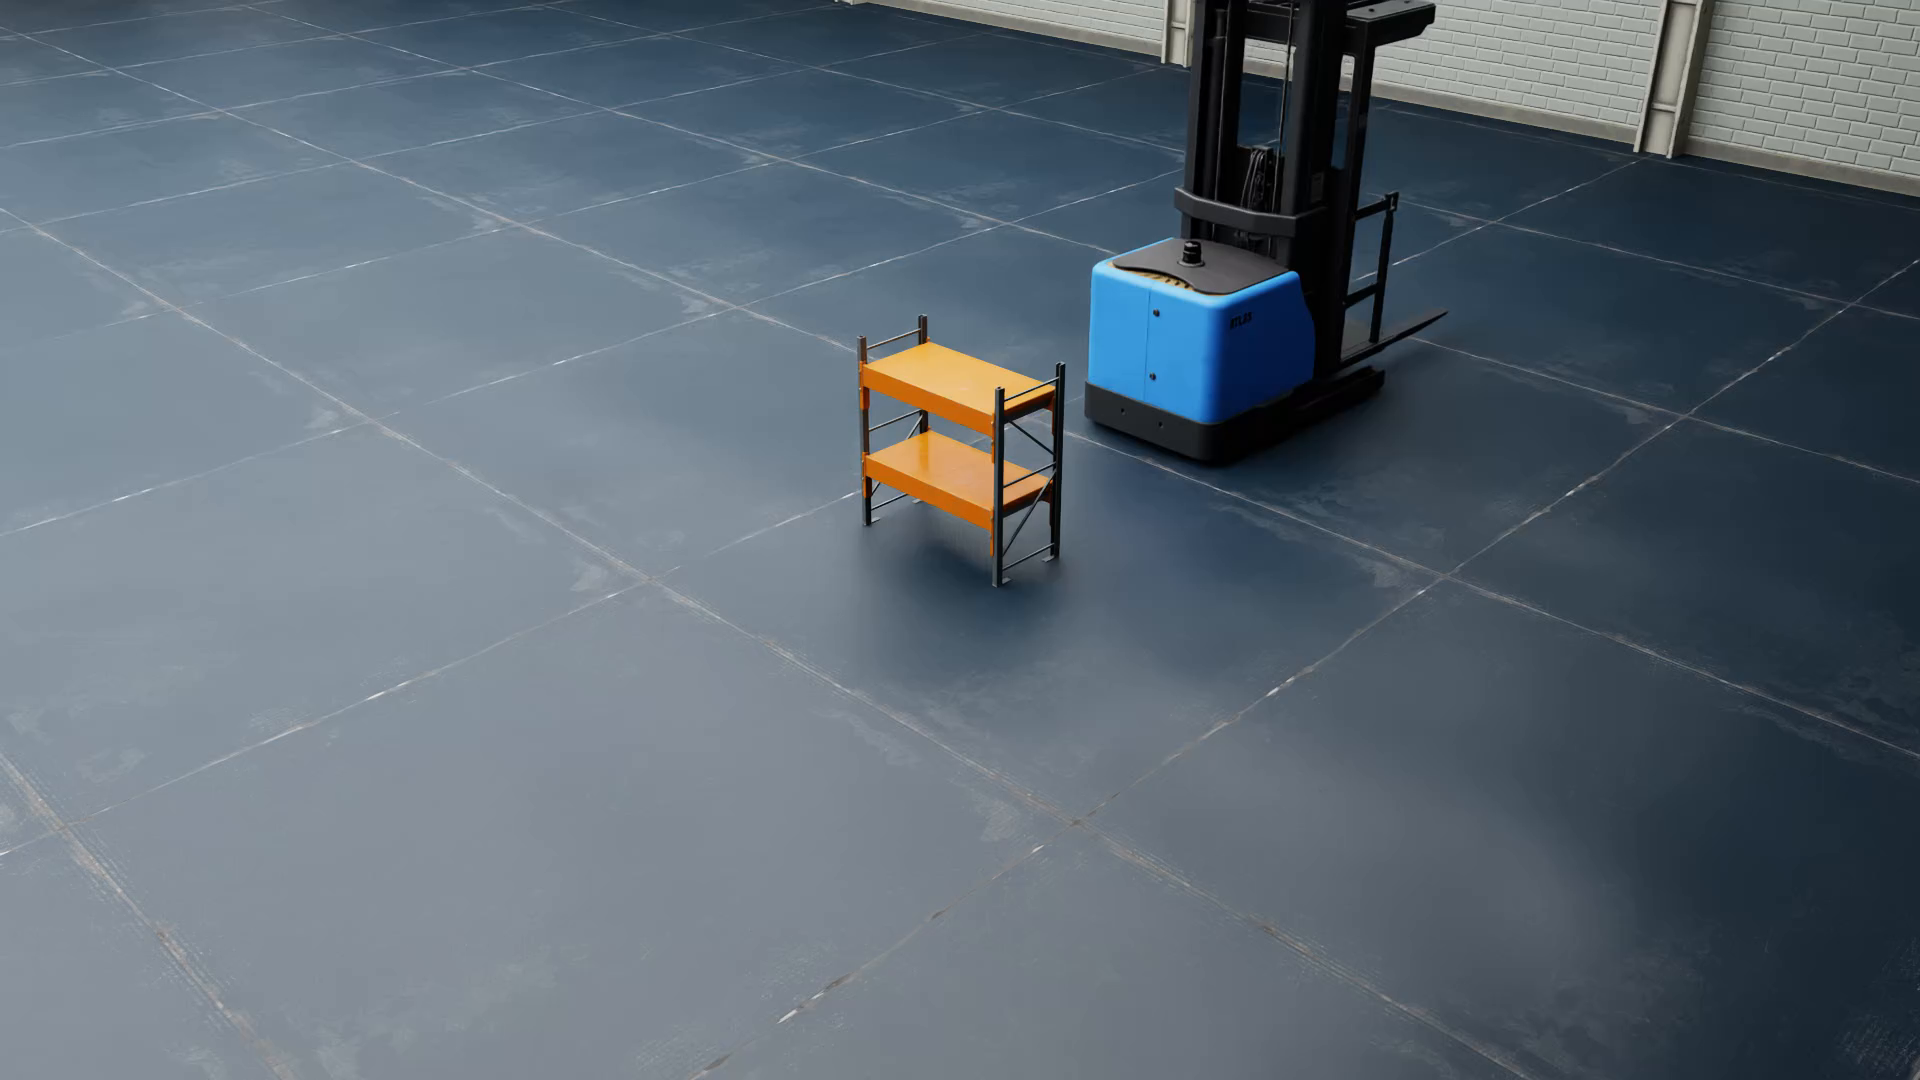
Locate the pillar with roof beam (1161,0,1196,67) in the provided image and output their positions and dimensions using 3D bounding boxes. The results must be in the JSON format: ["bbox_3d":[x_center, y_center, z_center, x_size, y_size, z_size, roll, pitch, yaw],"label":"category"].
[{"bbox_3d":[-0.309,-8.392,15.540,0.400,9.000,9.100,25,36,38],"label":"pillar with roof beam"}]

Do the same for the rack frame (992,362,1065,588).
[{"bbox_3d":[0.358,-0.334,8.677,0.032,1.125,0.500,25,36,38],"label":"rack frame"}]

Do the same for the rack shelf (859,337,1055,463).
[{"bbox_3d":[-0.005,-0.759,8.856,1.000,0.278,0.538,25,36,38],"label":"rack shelf"}]

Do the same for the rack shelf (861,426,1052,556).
[{"bbox_3d":[-0.005,-0.284,9.106,1.000,0.278,0.538,25,36,38],"label":"rack shelf"}]

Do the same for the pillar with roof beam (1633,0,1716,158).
[{"bbox_3d":[3.970,-6.434,11.817,0.400,9.000,9.100,25,36,38],"label":"pillar with roof beam"}]

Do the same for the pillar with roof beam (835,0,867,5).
[{"bbox_3d":[-4.587,-10.349,19.263,0.400,9.000,9.100,25,36,38],"label":"pillar with roof beam"}]

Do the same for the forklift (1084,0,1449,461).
[{"bbox_3d":[2.191,-2.359,10.588,3.031,2.935,1.130,-25,37,-39],"label":"forklift"}]

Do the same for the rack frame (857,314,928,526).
[{"bbox_3d":[-0.367,-0.666,9.308,0.032,1.125,0.500,25,36,38],"label":"rack frame"}]

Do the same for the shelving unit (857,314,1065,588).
[{"bbox_3d":[-0.005,-0.500,8.992,1.048,1.125,0.538,25,36,38],"label":"shelving unit"}]
